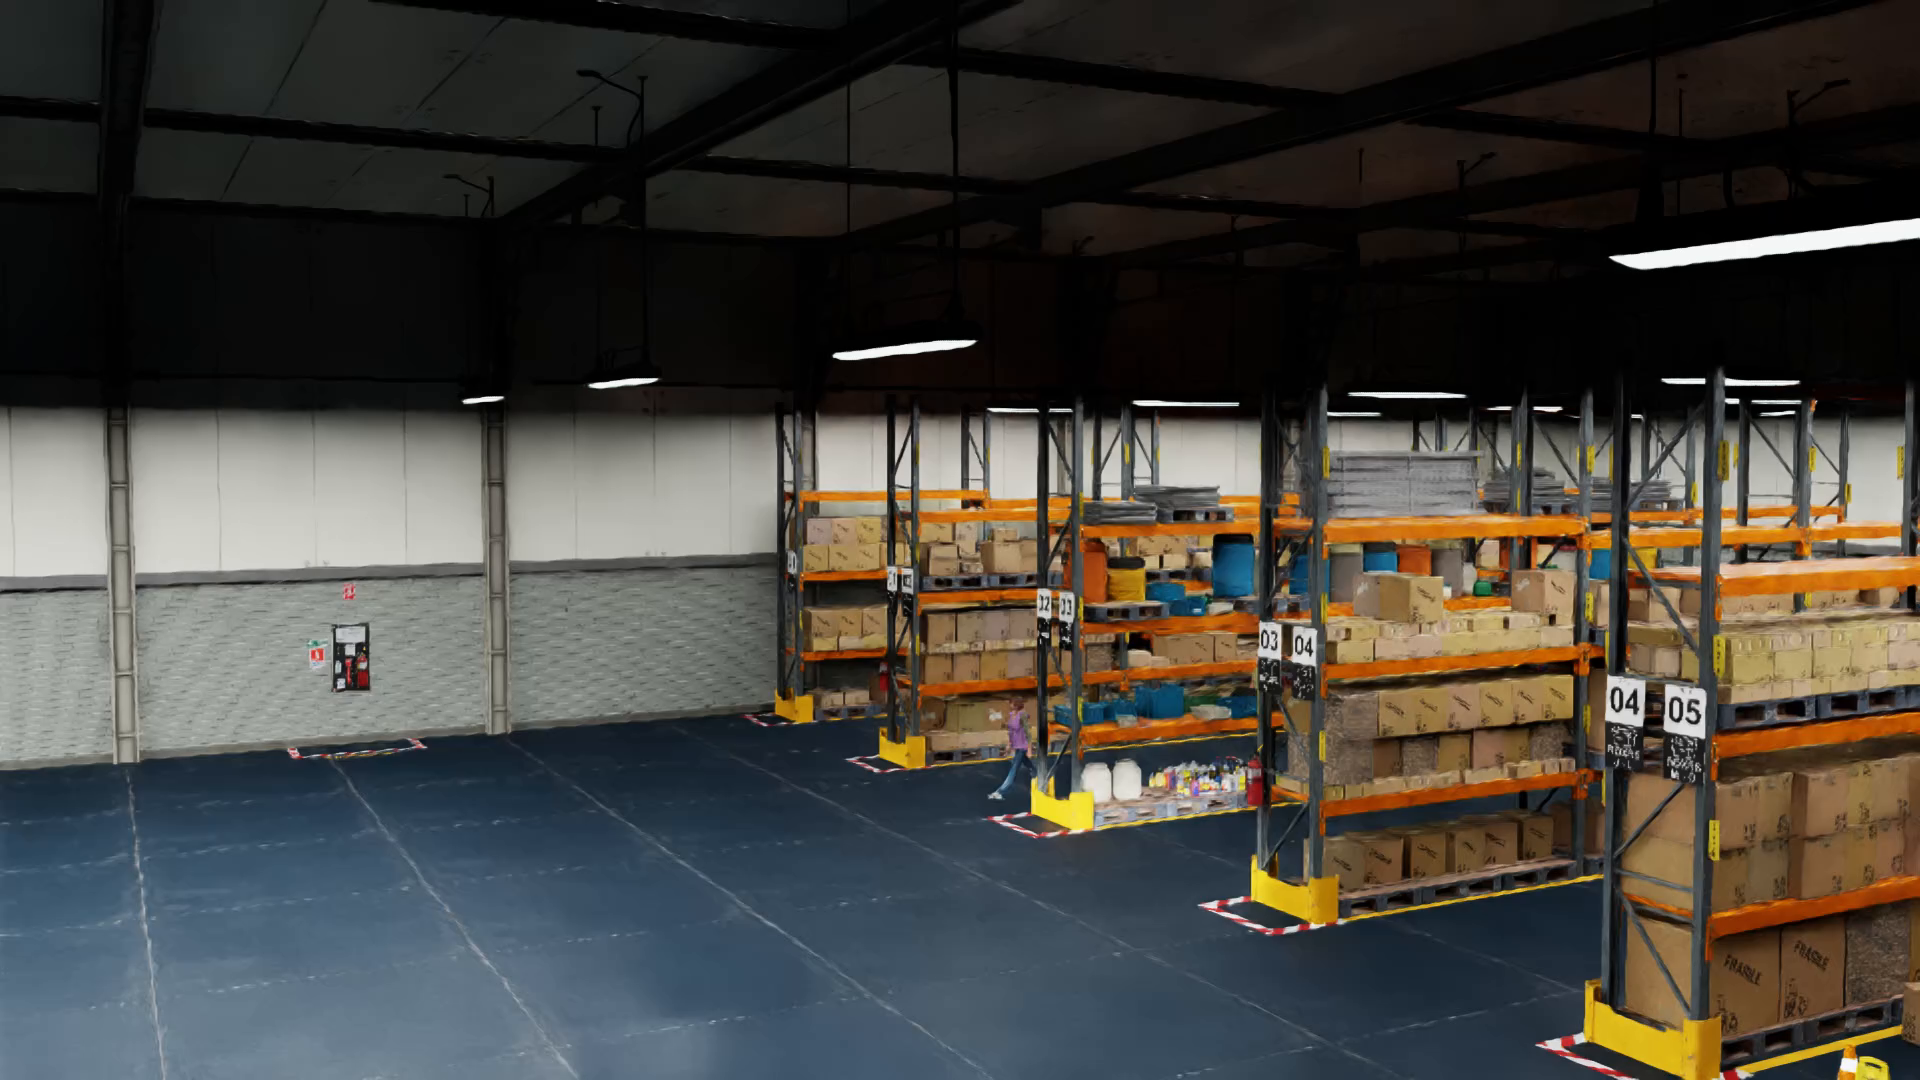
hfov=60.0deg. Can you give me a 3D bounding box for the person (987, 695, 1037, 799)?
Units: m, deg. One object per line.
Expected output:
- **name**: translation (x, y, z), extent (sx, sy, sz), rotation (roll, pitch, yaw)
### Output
- **person**: translation (0.836, 3.006, 24.193), extent (1.000, 1.524, 0.406), rotation (-1, 3, -22)

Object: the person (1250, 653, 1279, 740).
- **person**: translation (5.300, 2.730, 28.633), extent (0.684, 1.635, 0.588), rotation (-2, 4, -35)
